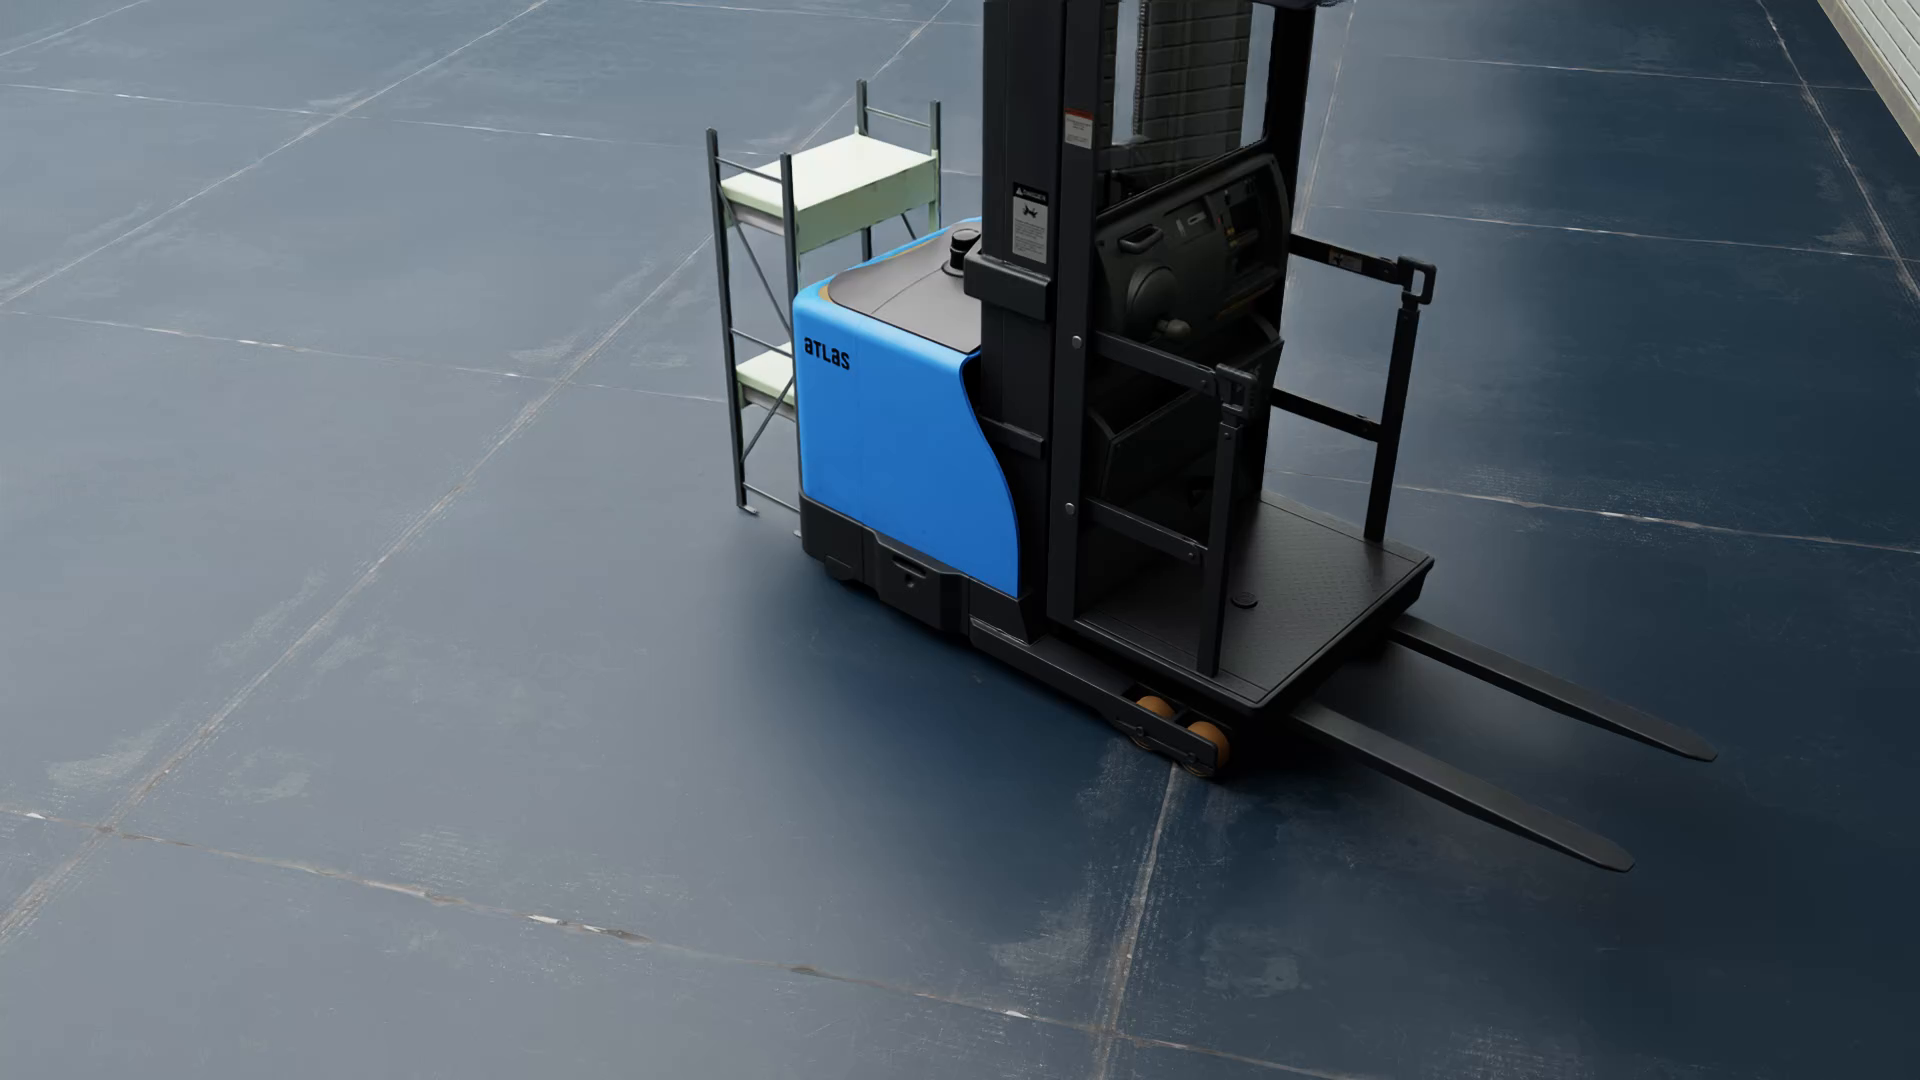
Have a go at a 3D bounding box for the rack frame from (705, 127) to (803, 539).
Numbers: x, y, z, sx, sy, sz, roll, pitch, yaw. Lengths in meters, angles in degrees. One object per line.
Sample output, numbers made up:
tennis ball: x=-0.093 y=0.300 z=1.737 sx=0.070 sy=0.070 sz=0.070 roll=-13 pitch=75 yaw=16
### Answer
rack frame: x=-0.709 y=-0.699 z=5.951 sx=0.400 sy=1.500 sz=0.023 roll=25 pitch=40 yaw=34

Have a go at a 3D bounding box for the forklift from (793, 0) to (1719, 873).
forklift: x=0.862 y=-0.831 z=4.825 sx=3.031 sy=2.935 sz=1.130 roll=25 pitch=40 yaw=34

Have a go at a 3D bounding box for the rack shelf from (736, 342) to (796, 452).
rack shelf: x=-0.467 y=-0.571 z=6.358 sx=0.431 sy=0.370 sz=0.720 roll=25 pitch=40 yaw=34

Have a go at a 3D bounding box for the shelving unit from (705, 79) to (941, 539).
shelving unit: x=-0.467 y=-0.846 z=6.183 sx=0.431 sy=1.500 sz=0.755 roll=25 pitch=40 yaw=34

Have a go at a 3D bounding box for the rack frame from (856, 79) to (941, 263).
rack frame: x=-0.226 y=-0.994 z=6.415 sx=0.400 sy=1.500 sz=0.023 roll=25 pitch=40 yaw=34

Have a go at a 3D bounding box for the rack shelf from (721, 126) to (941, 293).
rack shelf: x=-0.467 y=-1.176 z=5.974 sx=0.431 sy=0.370 sz=0.720 roll=25 pitch=40 yaw=34
